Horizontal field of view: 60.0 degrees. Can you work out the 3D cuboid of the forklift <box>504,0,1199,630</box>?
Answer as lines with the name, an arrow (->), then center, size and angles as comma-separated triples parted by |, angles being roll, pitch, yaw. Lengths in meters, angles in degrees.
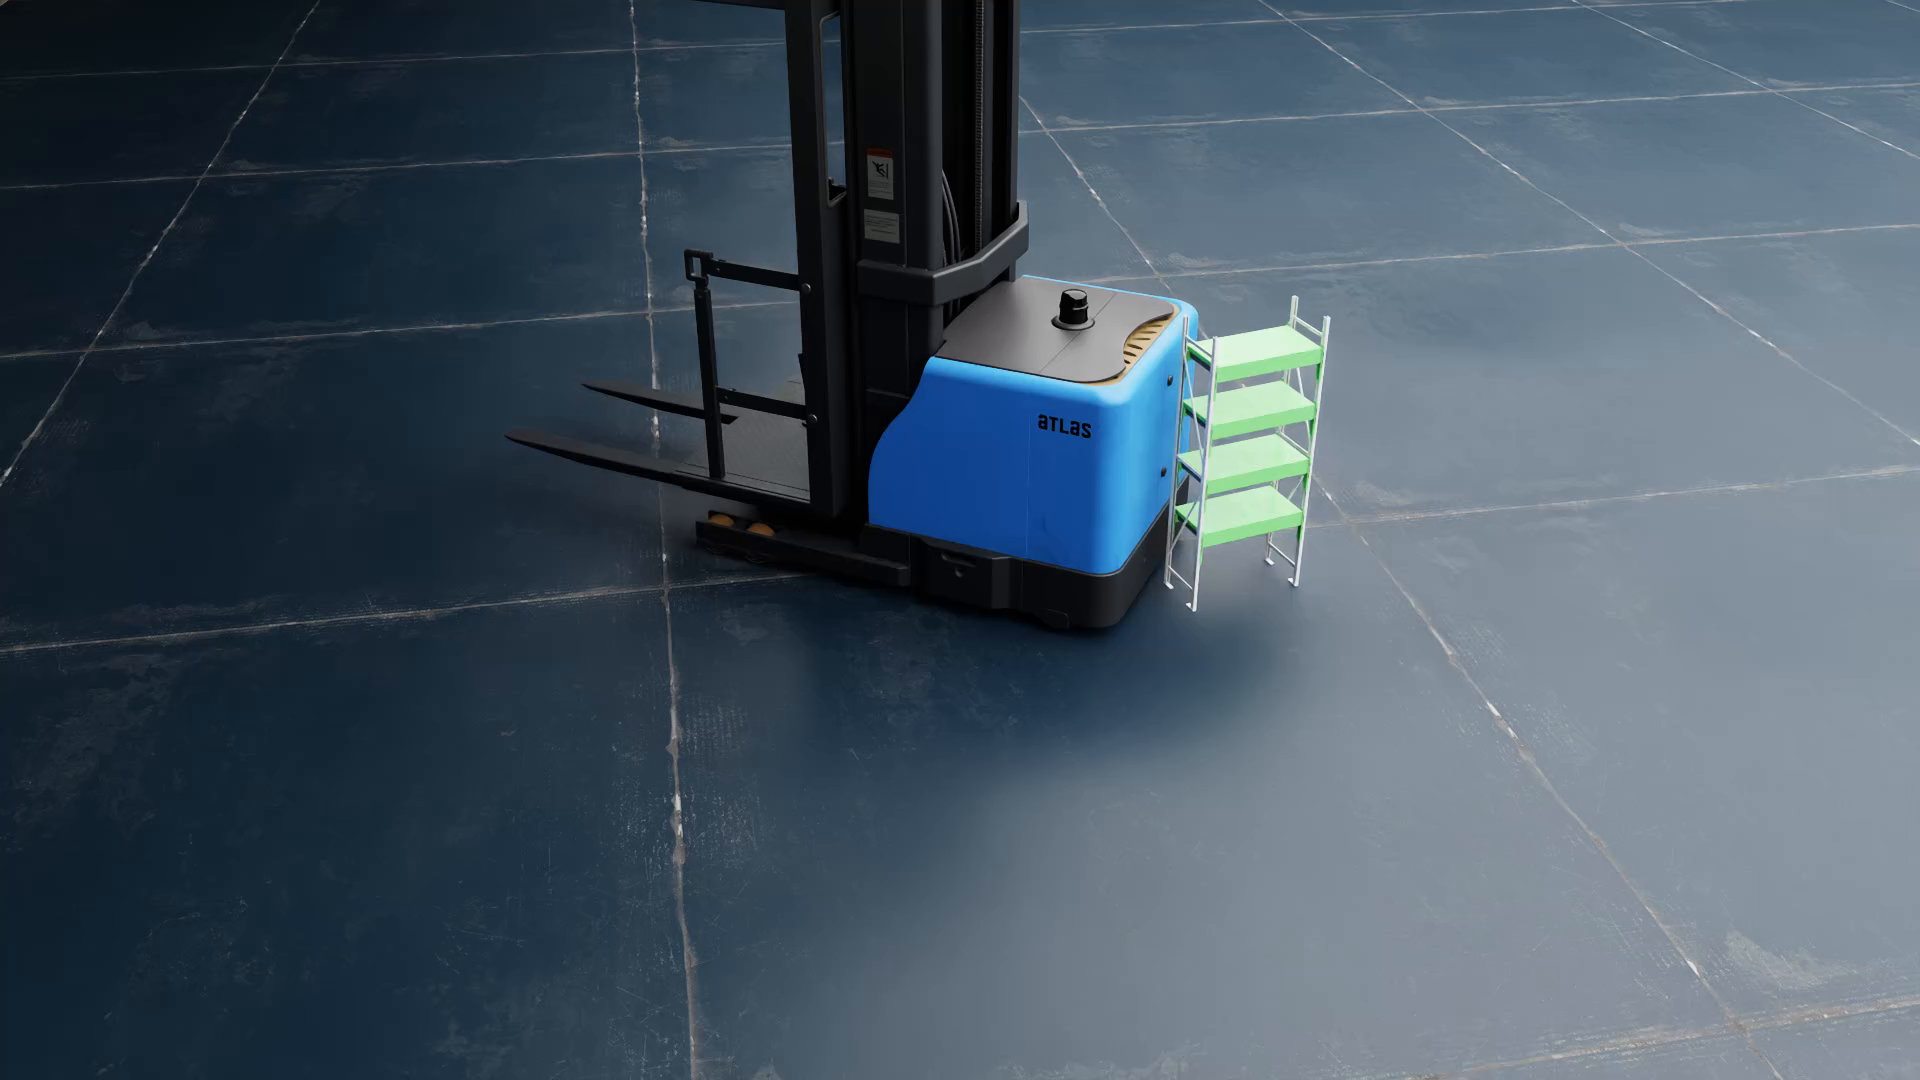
forklift -> -0.576, -1.394, 6.729 | 3.031, 2.935, 1.130 | 13, 33, 21

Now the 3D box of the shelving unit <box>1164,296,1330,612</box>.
shelving unit -> 1.129, -0.332, 6.631 | 0.503, 1.200, 0.258 | -12, 33, -20

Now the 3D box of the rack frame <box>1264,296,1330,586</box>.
rack frame -> 1.353, -0.381, 6.714 | 0.015, 1.200, 0.240 | -12, 33, -20

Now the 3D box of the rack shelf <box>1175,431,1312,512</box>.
rack shelf -> 1.129, -0.277, 6.664 | 0.480, 0.148, 0.258 | -12, 33, -20

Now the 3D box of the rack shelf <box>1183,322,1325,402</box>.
rack shelf -> 1.129, -0.691, 6.420 | 0.480, 0.148, 0.258 | -12, 33, -20

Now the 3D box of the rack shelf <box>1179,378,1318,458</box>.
rack shelf -> 1.129, -0.484, 6.542 | 0.480, 0.148, 0.258 | -12, 33, -20

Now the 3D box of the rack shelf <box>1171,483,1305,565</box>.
rack shelf -> 1.129, -0.070, 6.785 | 0.480, 0.148, 0.258 | -12, 33, -20

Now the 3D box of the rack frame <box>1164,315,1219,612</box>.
rack frame -> 0.905, -0.283, 6.548 | 0.015, 1.200, 0.240 | -12, 33, -20
